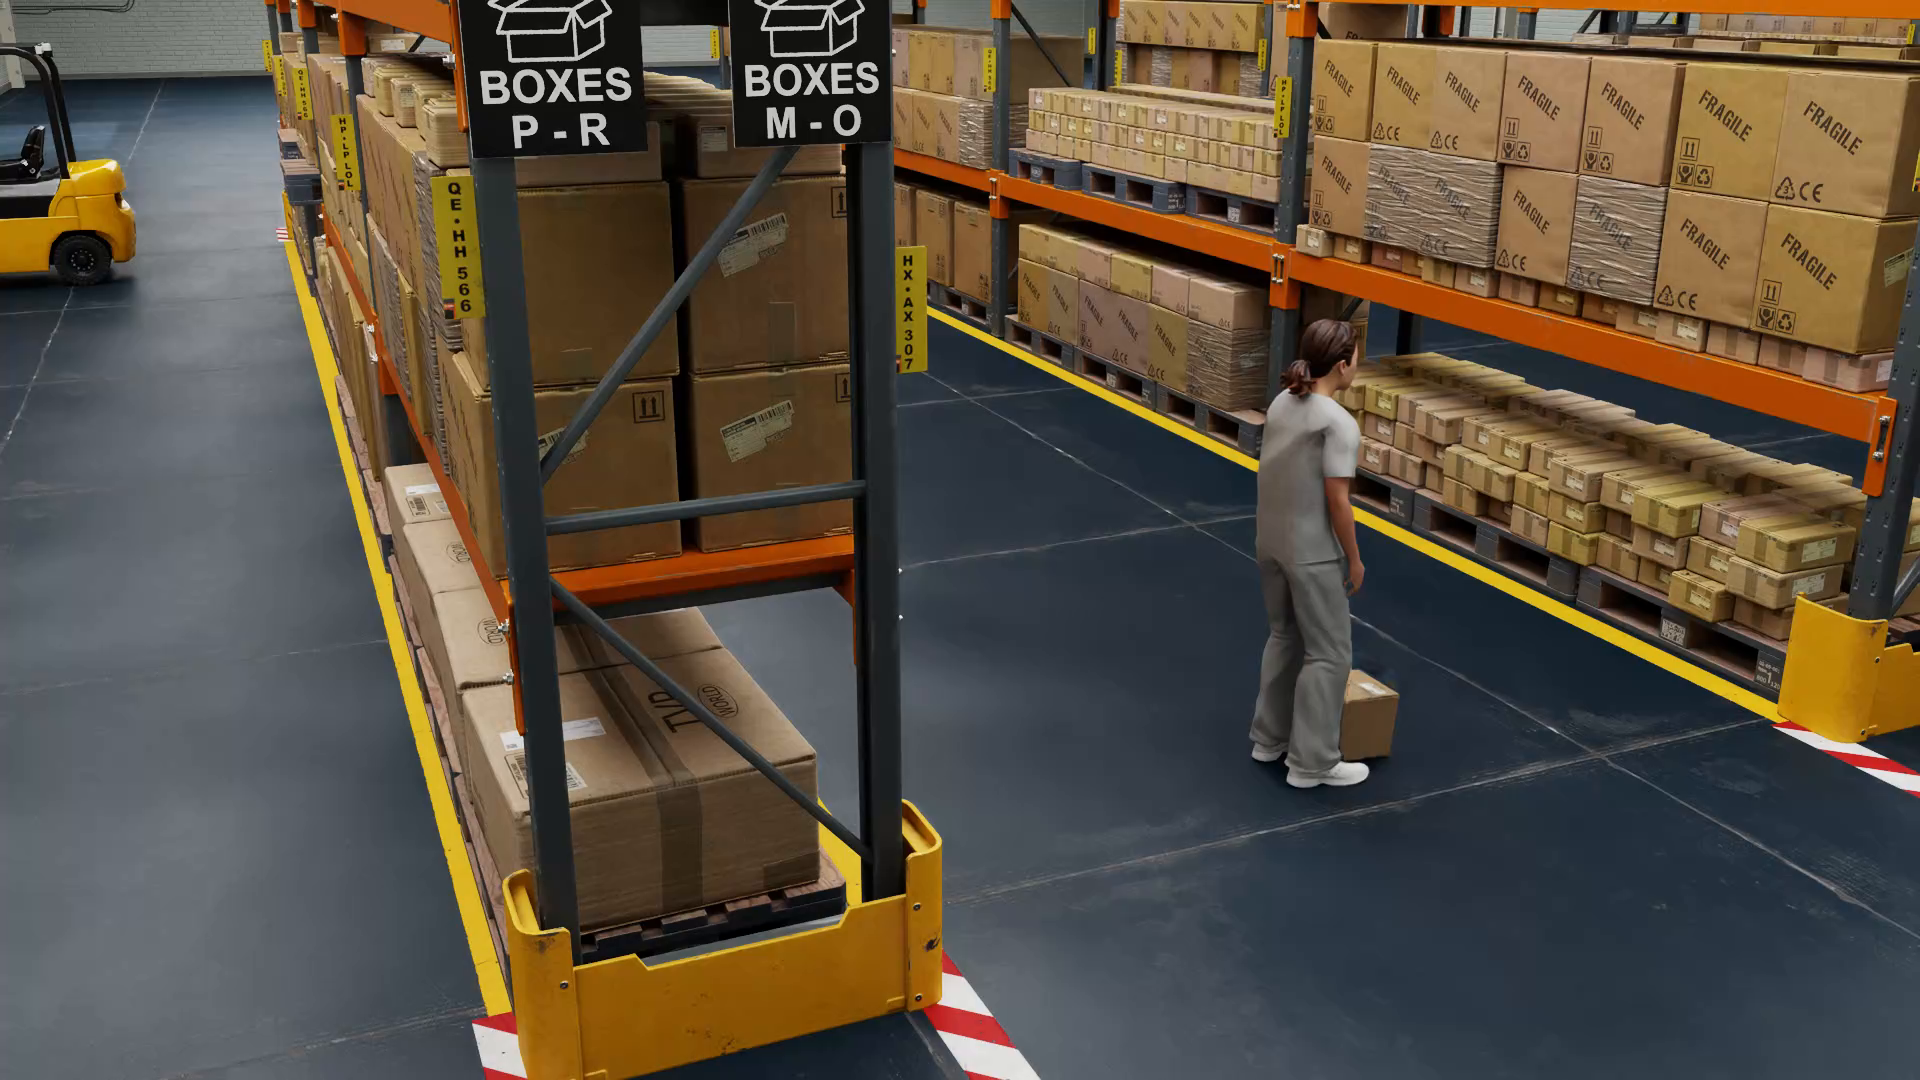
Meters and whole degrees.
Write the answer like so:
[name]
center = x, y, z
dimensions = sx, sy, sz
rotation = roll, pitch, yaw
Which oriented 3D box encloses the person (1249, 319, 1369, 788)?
[person]
center = 1.248, 0.045, 5.932
dimensions = 0.367, 1.673, 0.485
rotation = -9, 21, -24
